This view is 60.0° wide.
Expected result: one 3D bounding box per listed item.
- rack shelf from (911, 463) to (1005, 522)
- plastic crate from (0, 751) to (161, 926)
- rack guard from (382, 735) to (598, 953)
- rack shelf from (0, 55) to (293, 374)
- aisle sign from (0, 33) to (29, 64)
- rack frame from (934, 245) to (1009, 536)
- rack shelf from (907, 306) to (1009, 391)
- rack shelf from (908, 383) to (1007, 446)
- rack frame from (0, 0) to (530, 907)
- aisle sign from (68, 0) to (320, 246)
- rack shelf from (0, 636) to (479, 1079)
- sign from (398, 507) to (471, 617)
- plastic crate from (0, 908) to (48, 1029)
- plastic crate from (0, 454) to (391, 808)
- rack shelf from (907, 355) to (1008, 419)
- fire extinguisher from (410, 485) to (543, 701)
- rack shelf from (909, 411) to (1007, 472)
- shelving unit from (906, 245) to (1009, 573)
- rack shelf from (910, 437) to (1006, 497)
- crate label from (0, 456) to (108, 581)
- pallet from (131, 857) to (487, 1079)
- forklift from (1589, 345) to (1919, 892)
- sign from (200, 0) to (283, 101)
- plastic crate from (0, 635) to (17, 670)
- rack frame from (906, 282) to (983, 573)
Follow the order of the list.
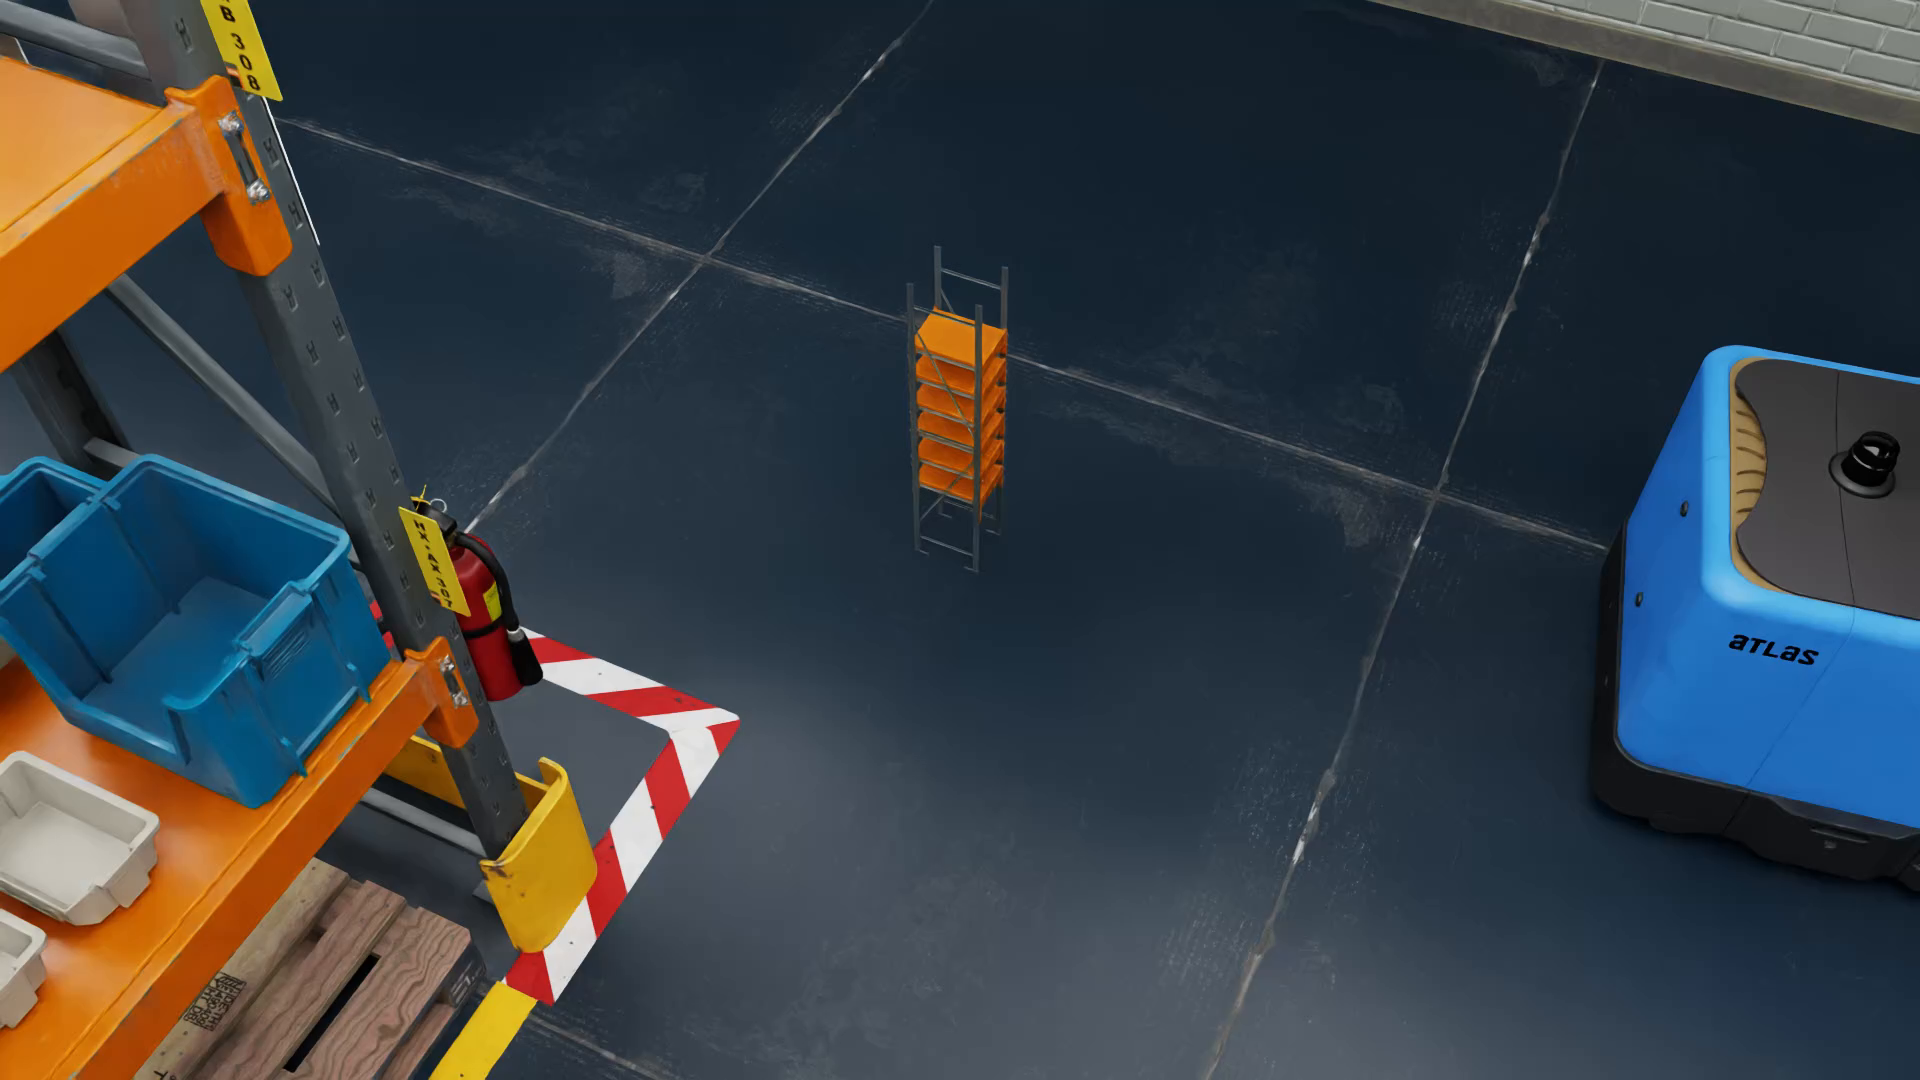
[{"bbox_3d":[-0.006,-0.195,5.501,0.258,0.103,0.180,20,52,16],"label":"rack shelf"},{"bbox_3d":[-1.834,0.623,3.384,0.396,0.136,0.243,20,52,16],"label":"plastic crate"},{"bbox_3d":[-1.650,0.726,4.804,1.175,0.500,0.348,20,52,16],"label":"rack guard"},{"bbox_3d":[-2.503,0.575,1.794,1.077,0.370,4.000,20,52,16],"label":"rack shelf"},{"bbox_3d":[-1.887,-1.052,2.969,0.394,0.787,0.004,20,52,16],"label":"aisle sign"},{"bbox_3d":[0.033,-0.442,5.338,0.240,1.200,0.006,20,52,16],"label":"rack frame"},{"bbox_3d":[-0.006,-0.583,5.044,0.258,0.103,0.180,20,52,16],"label":"rack shelf"},{"bbox_3d":[-0.006,-0.428,5.227,0.258,0.103,0.180,20,52,16],"label":"rack shelf"},{"bbox_3d":[-1.649,-0.063,3.834,1.000,3.000,0.127,20,52,16],"label":"rack frame"},{"bbox_3d":[-1.353,-0.860,2.805,0.394,0.787,0.004,20,52,16],"label":"aisle sign"},{"bbox_3d":[-2.503,1.547,2.937,1.077,0.370,4.000,20,52,16],"label":"rack shelf"},{"bbox_3d":[-1.145,0.051,3.630,0.100,0.325,0.005,20,52,16],"label":"sign"},{"bbox_3d":[-1.971,0.818,3.218,0.396,0.136,0.243,20,52,16],"label":"plastic crate"},{"bbox_3d":[-1.623,0.197,3.550,0.616,0.435,0.499,20,52,16],"label":"plastic crate"},{"bbox_3d":[-0.006,-0.506,5.136,0.258,0.103,0.180,20,52,16],"label":"rack shelf"},{"bbox_3d":[-1.174,0.126,3.969,0.296,0.674,0.183,20,52,16],"label":"fire extinguisher"},{"bbox_3d":[-0.006,-0.350,5.318,0.258,0.103,0.180,20,52,16],"label":"rack shelf"},{"bbox_3d":[-0.006,-0.379,5.285,0.258,1.200,0.189,20,52,16],"label":"shelving unit"},{"bbox_3d":[-0.006,-0.272,5.410,0.258,0.103,0.180,20,52,16],"label":"rack shelf"},{"bbox_3d":[-2.052,0.034,3.822,0.416,0.233,0.303,20,52,16],"label":"crate label"},{"bbox_3d":[-2.036,1.395,4.424,1.003,0.211,1.213,20,52,16],"label":"pallet"},{"bbox_3d":[3.482,-0.166,3.967,3.031,2.935,1.130,13,51,11],"label":"forklift"},{"bbox_3d":[-1.145,-0.834,2.589,0.100,0.325,0.005,20,52,16],"label":"sign"},{"bbox_3d":[-2.264,0.259,3.694,0.250,0.136,0.298,20,52,16],"label":"plastic crate"},{"bbox_3d":[-0.045,-0.316,5.231,0.240,1.200,0.006,20,52,16],"label":"rack frame"}]
